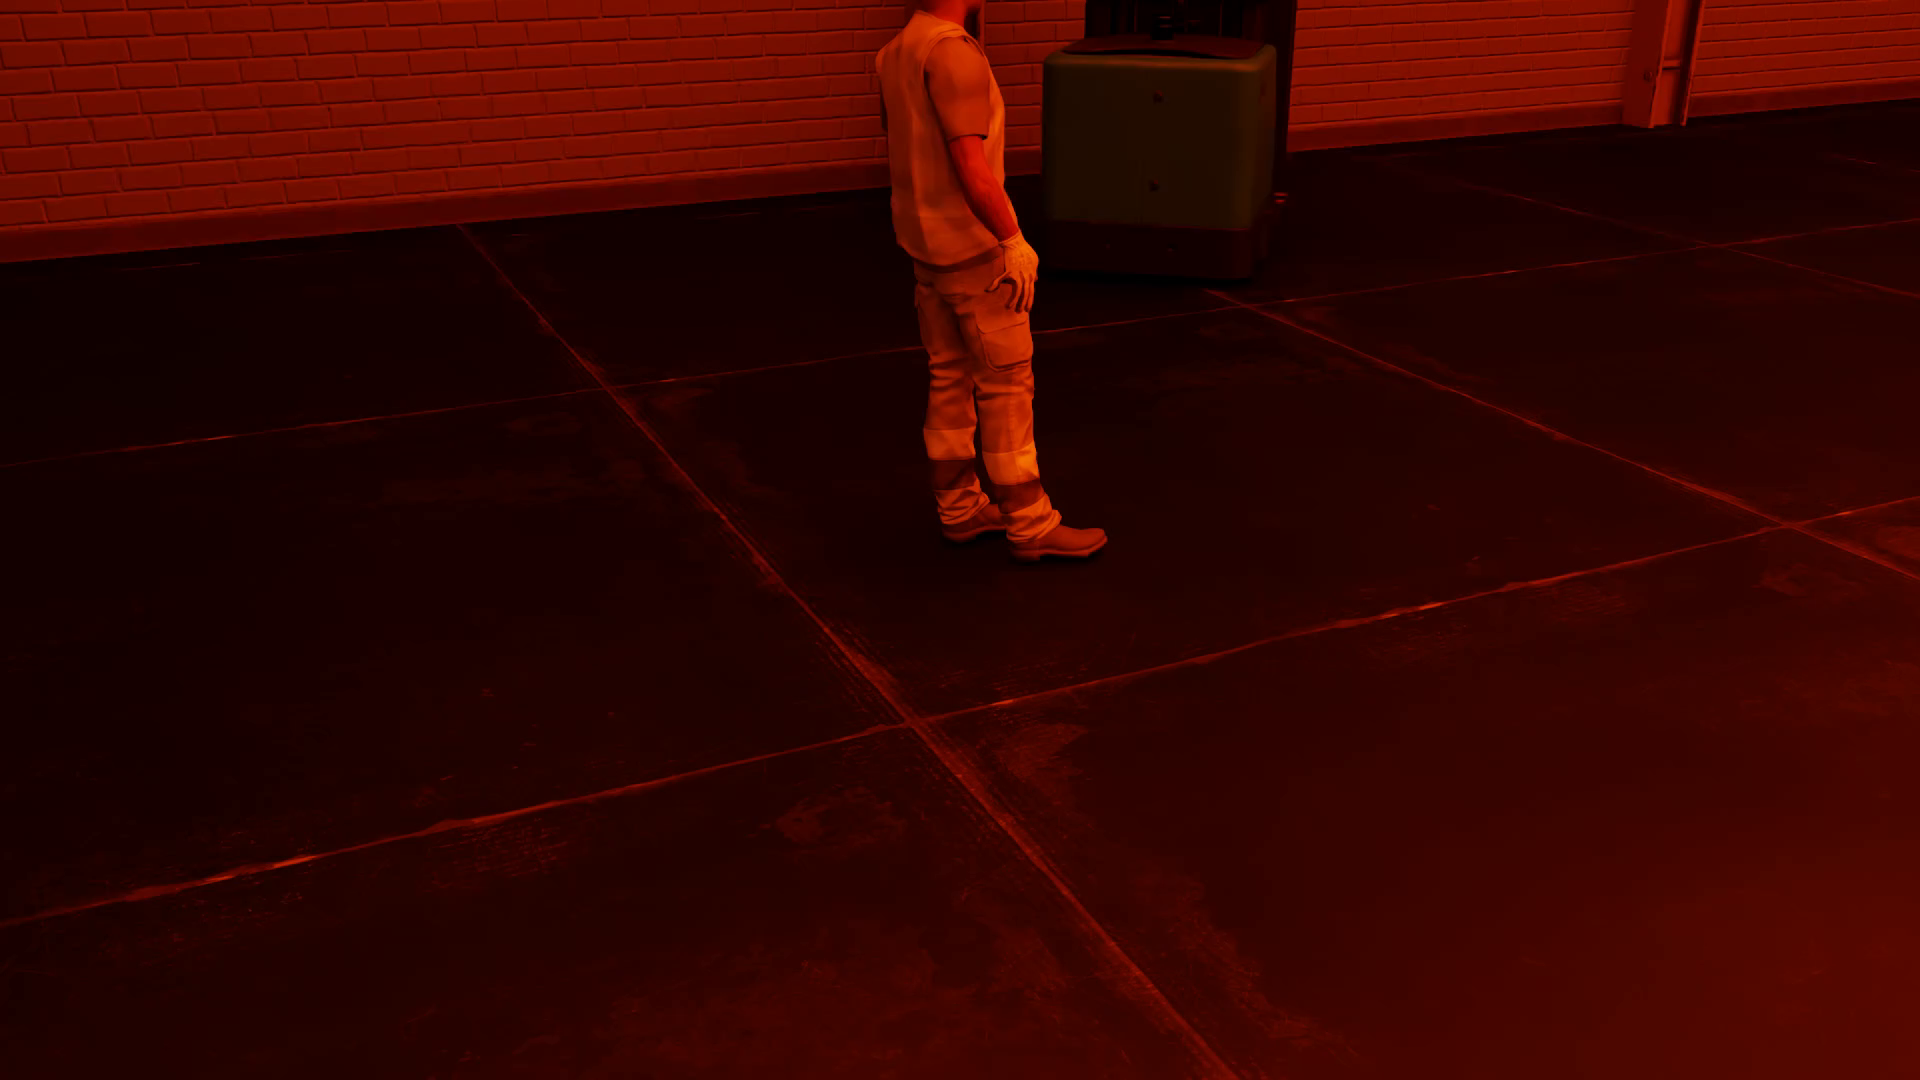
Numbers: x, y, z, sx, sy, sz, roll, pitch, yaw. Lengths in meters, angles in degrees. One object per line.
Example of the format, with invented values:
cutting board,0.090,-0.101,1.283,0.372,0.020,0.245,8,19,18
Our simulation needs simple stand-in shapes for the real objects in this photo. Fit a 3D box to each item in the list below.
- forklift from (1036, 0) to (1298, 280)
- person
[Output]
forklift,1.264,-3.125,8.809,1.130,2.935,3.031,6,23,14
person,0.078,-0.842,4.782,0.564,1.787,0.637,-10,25,-23
